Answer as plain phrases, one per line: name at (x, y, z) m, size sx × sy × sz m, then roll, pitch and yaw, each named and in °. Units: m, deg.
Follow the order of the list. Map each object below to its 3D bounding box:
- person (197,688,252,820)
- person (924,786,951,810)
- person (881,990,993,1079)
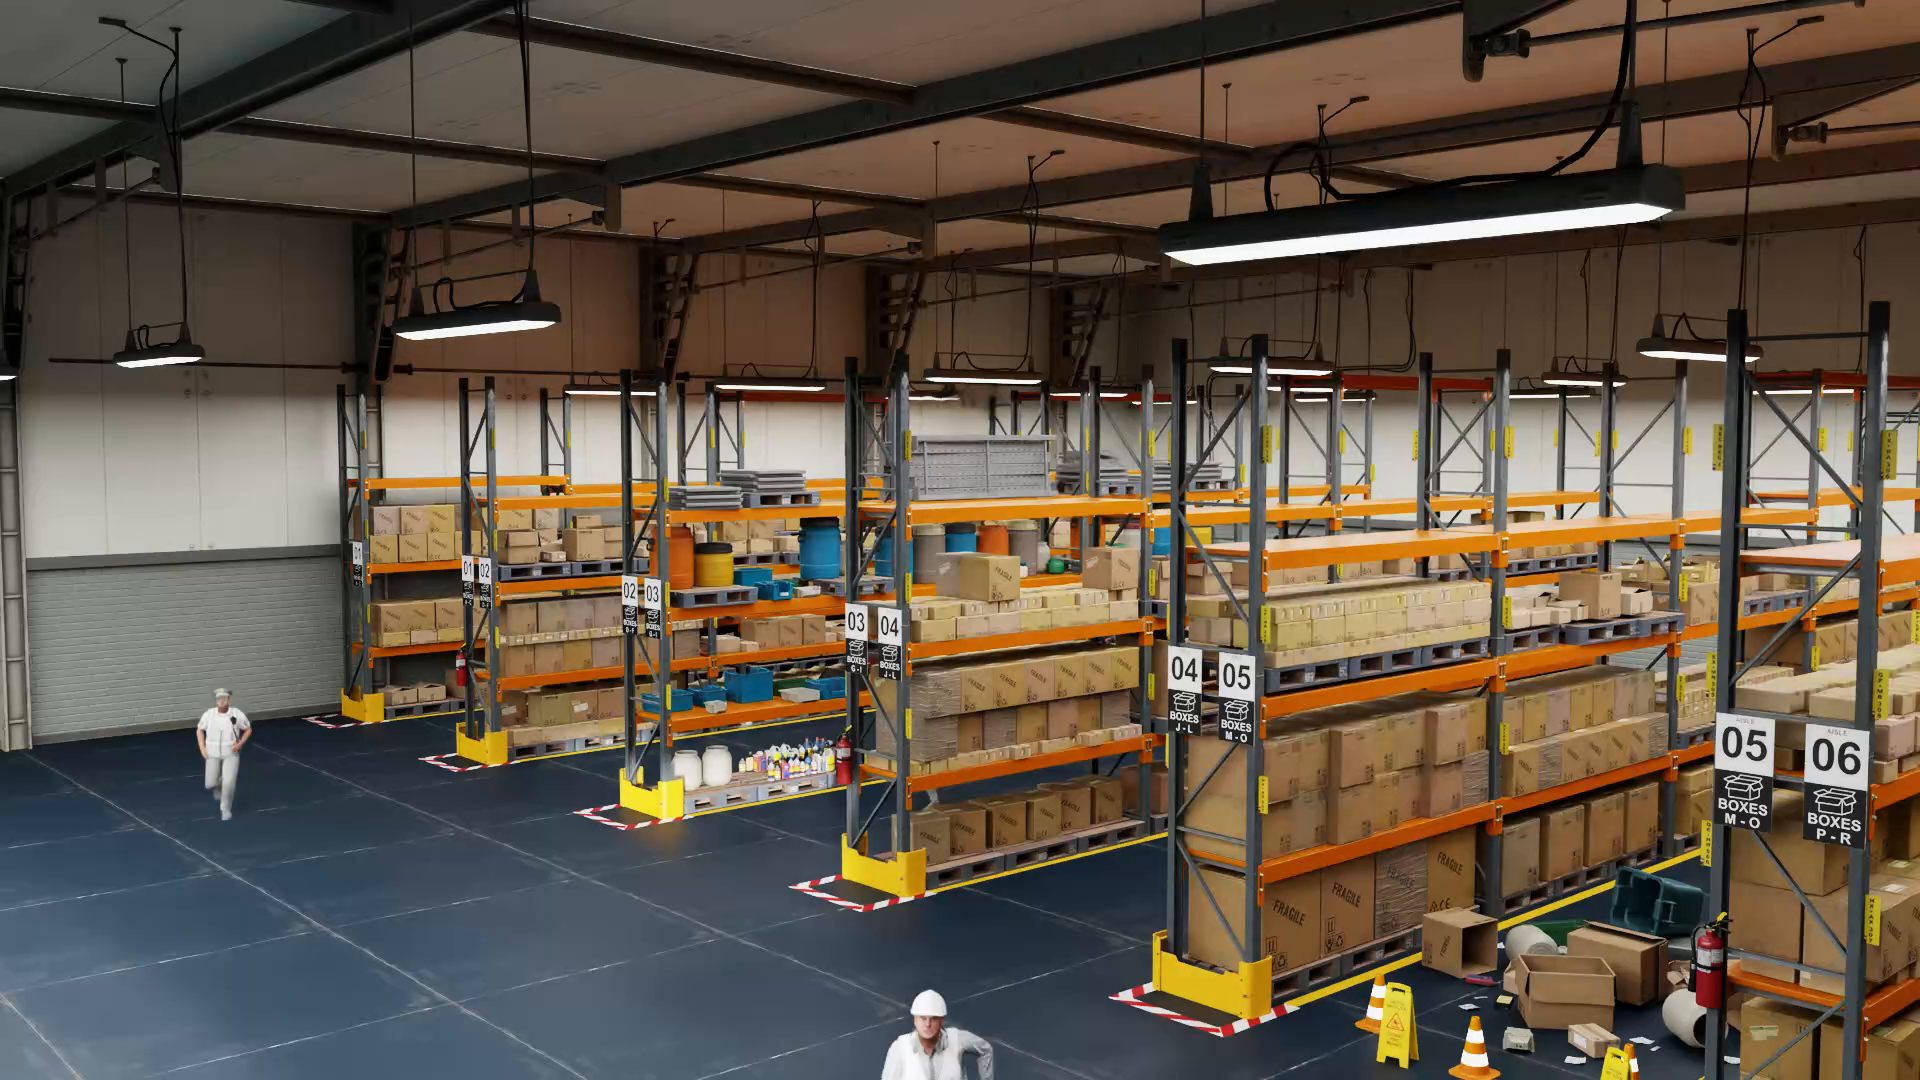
person at (-9.876, 2.843, 22.329) m, size 0.683 × 1.746 × 0.659 m, roll -1°, pitch 4°, yaw -14°
person at (-0.352, 2.869, 22.801) m, size 0.649 × 1.654 × 0.639 m, roll 3°, pitch 5°, yaw 36°
person at (-0.149, 3.612, 10.204) m, size 0.681 × 1.780 × 0.819 m, roll 0°, pitch 4°, yaw 5°
